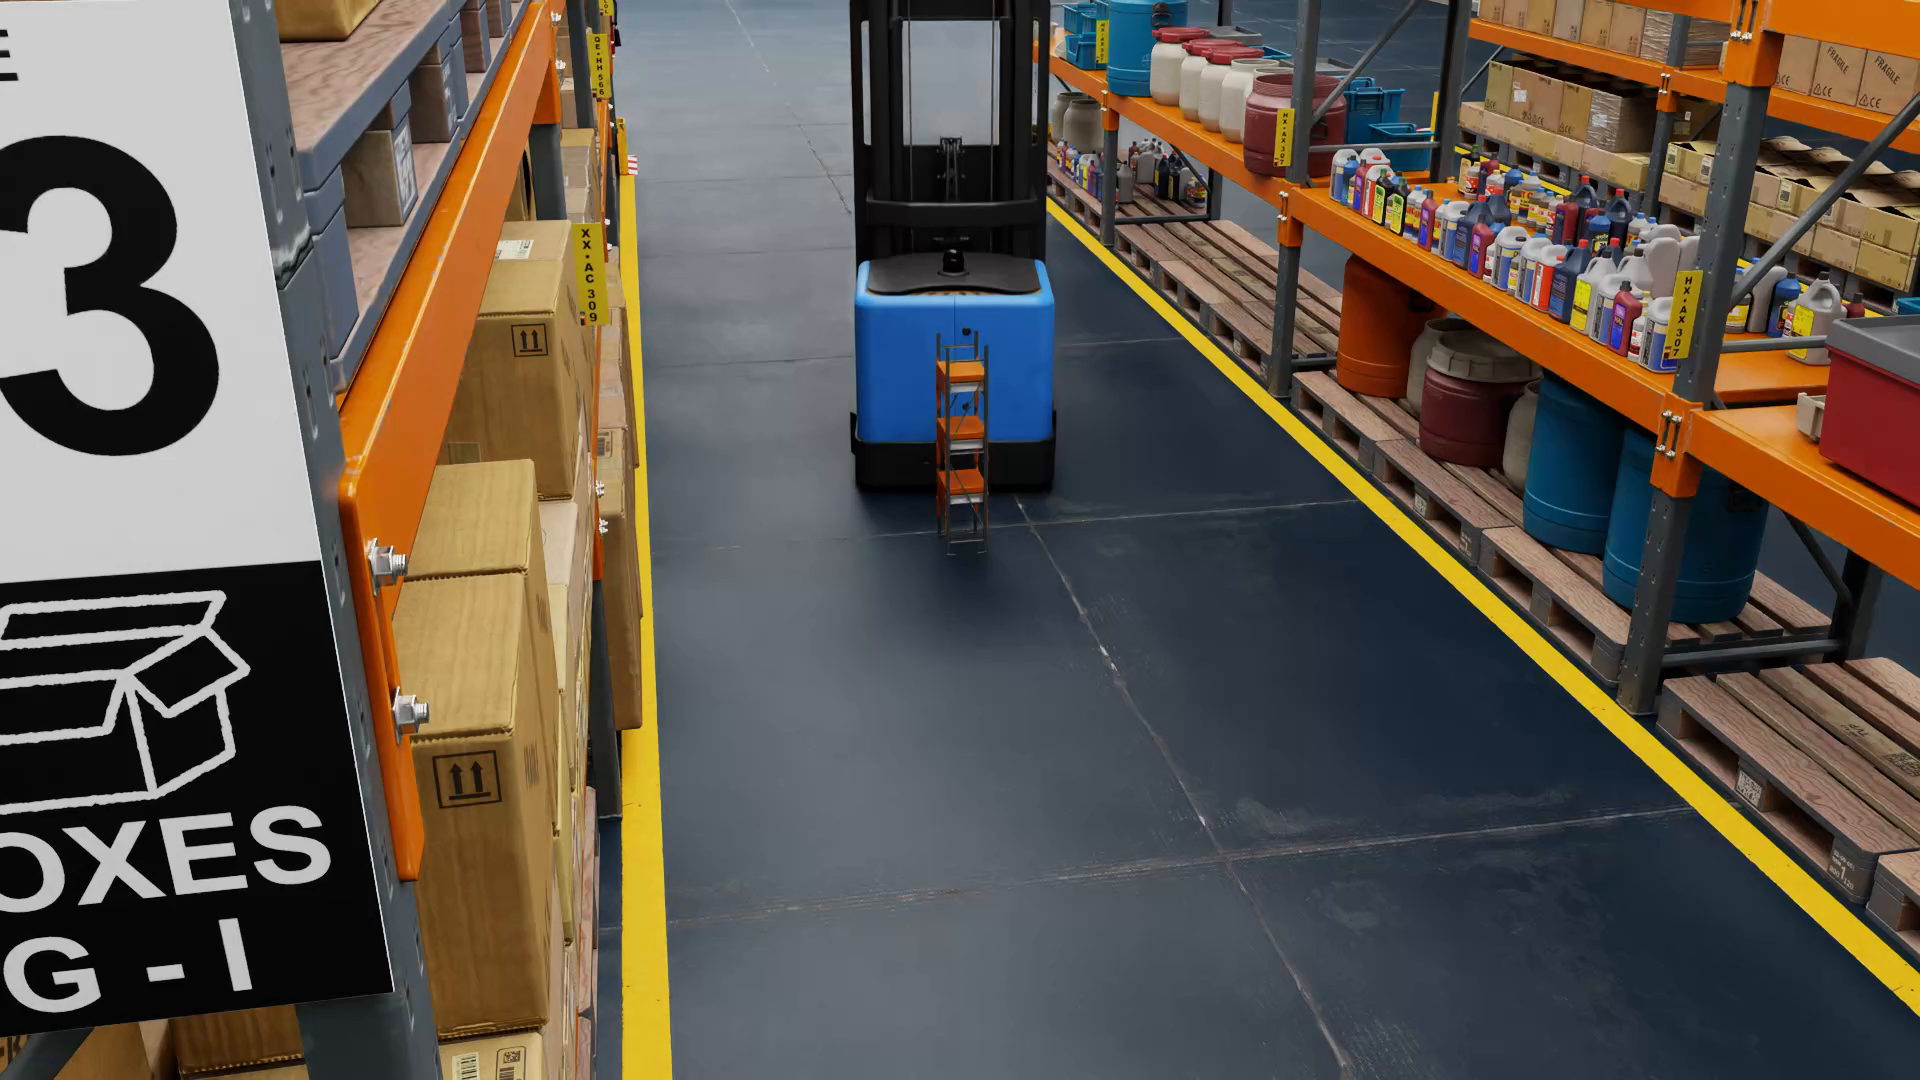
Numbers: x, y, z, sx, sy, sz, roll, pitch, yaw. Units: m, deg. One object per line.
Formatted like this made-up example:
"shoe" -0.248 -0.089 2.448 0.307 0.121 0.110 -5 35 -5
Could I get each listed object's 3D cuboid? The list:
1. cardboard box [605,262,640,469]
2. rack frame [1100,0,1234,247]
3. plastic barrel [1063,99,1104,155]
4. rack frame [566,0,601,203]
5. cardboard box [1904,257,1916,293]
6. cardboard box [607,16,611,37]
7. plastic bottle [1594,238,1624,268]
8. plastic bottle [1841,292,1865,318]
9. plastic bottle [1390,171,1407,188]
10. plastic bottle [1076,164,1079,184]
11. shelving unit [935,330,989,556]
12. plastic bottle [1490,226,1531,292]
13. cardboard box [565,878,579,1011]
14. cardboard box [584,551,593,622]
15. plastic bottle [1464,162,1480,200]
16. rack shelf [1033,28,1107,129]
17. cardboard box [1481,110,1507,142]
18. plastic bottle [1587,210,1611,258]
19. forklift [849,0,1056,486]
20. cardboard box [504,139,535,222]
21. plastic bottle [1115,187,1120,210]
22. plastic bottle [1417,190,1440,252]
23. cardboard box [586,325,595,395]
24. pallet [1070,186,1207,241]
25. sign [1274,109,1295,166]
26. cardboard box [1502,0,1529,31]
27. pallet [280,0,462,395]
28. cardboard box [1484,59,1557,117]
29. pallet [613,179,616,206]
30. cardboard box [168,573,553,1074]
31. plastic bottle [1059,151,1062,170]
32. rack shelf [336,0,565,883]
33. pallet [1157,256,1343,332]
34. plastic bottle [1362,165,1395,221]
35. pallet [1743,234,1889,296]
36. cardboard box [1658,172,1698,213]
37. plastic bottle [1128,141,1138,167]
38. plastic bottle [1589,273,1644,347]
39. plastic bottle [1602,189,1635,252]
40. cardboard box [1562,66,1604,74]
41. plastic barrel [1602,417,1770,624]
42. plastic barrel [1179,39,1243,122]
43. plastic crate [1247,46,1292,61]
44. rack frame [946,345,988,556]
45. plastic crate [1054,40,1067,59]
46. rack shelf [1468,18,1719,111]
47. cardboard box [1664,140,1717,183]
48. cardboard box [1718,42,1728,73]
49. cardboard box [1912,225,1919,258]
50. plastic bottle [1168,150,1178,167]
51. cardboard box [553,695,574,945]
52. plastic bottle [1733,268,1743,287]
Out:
"cardboard box" -2.343 -0.879 8.645 1.225 0.875 0.875 -5 24 -12
"rack frame" 1.677 -3.873 13.370 1.000 3.000 0.127 -4 24 -10
"plastic barrel" 1.227 -4.048 16.356 0.421 0.512 0.421 0 24 0
"rack frame" -2.451 -1.933 8.929 1.000 3.000 0.127 -4 24 -10
"cardboard box" 6.949 -1.786 11.503 0.500 0.250 0.500 -4 24 -8
"cardboard box" -3.645 -4.856 15.124 0.875 0.500 0.500 -4 24 -10
"plastic bottle" 2.773 -1.125 7.139 0.144 0.351 0.185 -4 24 -10
"plastic bottle" 3.508 -0.849 6.591 0.061 0.283 0.133 -4 24 -10
"plastic bottle" 2.319 -1.822 8.834 0.097 0.271 0.097 0 24 0
"plastic bottle" 1.105 -3.336 15.086 0.097 0.201 0.097 0 24 0
"shelving unit" 0.010 -0.460 7.992 0.215 1.050 0.252 -4 24 -10
"plastic bottle" 2.537 -1.287 7.604 0.152 0.276 0.135 -4 24 -10
"cardboard box" -0.905 0.760 3.075 0.380 0.149 0.250 -5 24 -11
"cardboard box" -1.190 0.154 4.463 0.380 0.149 0.250 -4 24 -9
"plastic bottle" 2.914 -2.034 9.409 0.097 0.201 0.097 0 24 0
"rack shelf" 1.307 -4.330 15.316 1.077 0.370 4.000 -4 24 -10
"cardboard box" 5.783 -4.320 17.305 0.500 0.250 0.500 -4 24 -10
"plastic bottle" 3.059 -1.447 7.976 0.097 0.271 0.097 0 24 0
"forklift" -0.060 -2.172 9.560 1.130 2.935 3.031 -1 24 -1
"cardboard box" -1.837 -1.116 5.679 0.797 0.503 0.637 -5 24 -11
"plastic bottle" 1.304 -2.912 14.116 0.097 0.201 0.097 0 24 0
"plastic bottle" 2.348 -1.594 8.298 0.061 0.283 0.133 -4 24 -10
"cardboard box" -1.644 -0.803 6.216 0.500 0.500 0.500 -4 24 -10
"pallet" 1.594 -2.863 14.540 1.003 0.211 1.213 -4 24 -10
"sign" 1.878 -2.331 9.636 0.100 0.325 0.005 -4 24 -10
"cardboard box" 5.982 -5.467 16.894 0.700 0.500 0.500 -4 24 -8
"pallet" -1.119 -0.412 1.808 1.003 0.211 1.213 -4 24 -10
"cardboard box" 5.781 -4.664 17.154 0.500 0.500 0.500 -4 24 -10
"pallet" -3.578 -2.971 14.789 1.003 0.211 1.213 -4 24 -10
"cardboard box" -0.887 0.397 2.473 0.500 0.500 0.500 -5 24 -11
"plastic bottle" 0.986 -3.589 15.666 0.097 0.201 0.097 0 24 0
"rack shelf" -1.341 -0.618 3.069 1.077 0.370 4.000 -4 24 -10
"pallet" 2.090 -1.808 12.127 1.003 0.211 1.213 -4 24 -10
"plastic bottle" 2.265 -1.867 8.932 0.152 0.276 0.135 -4 24 -10
"pallet" 6.949 -2.193 13.007 1.003 0.211 1.213 -4 24 -10
"cardboard box" 6.377 -2.994 14.268 0.500 0.250 0.500 -5 24 -11
"plastic bottle" 1.623 -3.604 15.599 0.061 0.283 0.133 -4 24 -10
"plastic bottle" 2.698 -0.944 6.820 0.152 0.276 0.135 -4 24 -10
"plastic bottle" 3.170 -1.509 8.020 0.144 0.351 0.185 -4 24 -10
"cardboard box" 6.397 -4.507 16.794 0.500 0.500 0.500 -4 24 -10
"plastic barrel" 3.073 -0.173 6.994 0.600 0.901 0.708 -4 24 -10
"plastic barrel" 1.774 -3.254 11.784 0.433 0.535 0.433 0 24 0
"plastic crate" 2.187 -3.455 12.433 0.392 0.384 0.575 -4 24 -10
"rack frame" 0.032 -0.412 7.882 0.200 1.050 0.008 -4 24 -10
"plastic crate" 1.128 -4.372 14.843 0.530 0.136 0.437 -4 24 -10
"rack shelf" 6.176 -4.695 16.152 1.077 0.370 4.000 -4 24 -10
"cardboard box" 6.378 -3.247 14.146 0.500 0.311 0.500 -4 24 -10
"cardboard box" 6.680 -3.979 13.800 0.500 0.250 0.500 -3 24 -6
"cardboard box" 6.947 -2.042 11.388 0.500 0.311 0.500 -4 24 -8
"plastic bottle" 1.901 -3.283 14.780 0.144 0.351 0.185 -5 24 -12
"cardboard box" -0.987 0.535 3.093 0.500 0.250 0.500 -5 24 -12
"plastic bottle" 3.365 -1.076 7.213 0.097 0.201 0.097 0 24 0
